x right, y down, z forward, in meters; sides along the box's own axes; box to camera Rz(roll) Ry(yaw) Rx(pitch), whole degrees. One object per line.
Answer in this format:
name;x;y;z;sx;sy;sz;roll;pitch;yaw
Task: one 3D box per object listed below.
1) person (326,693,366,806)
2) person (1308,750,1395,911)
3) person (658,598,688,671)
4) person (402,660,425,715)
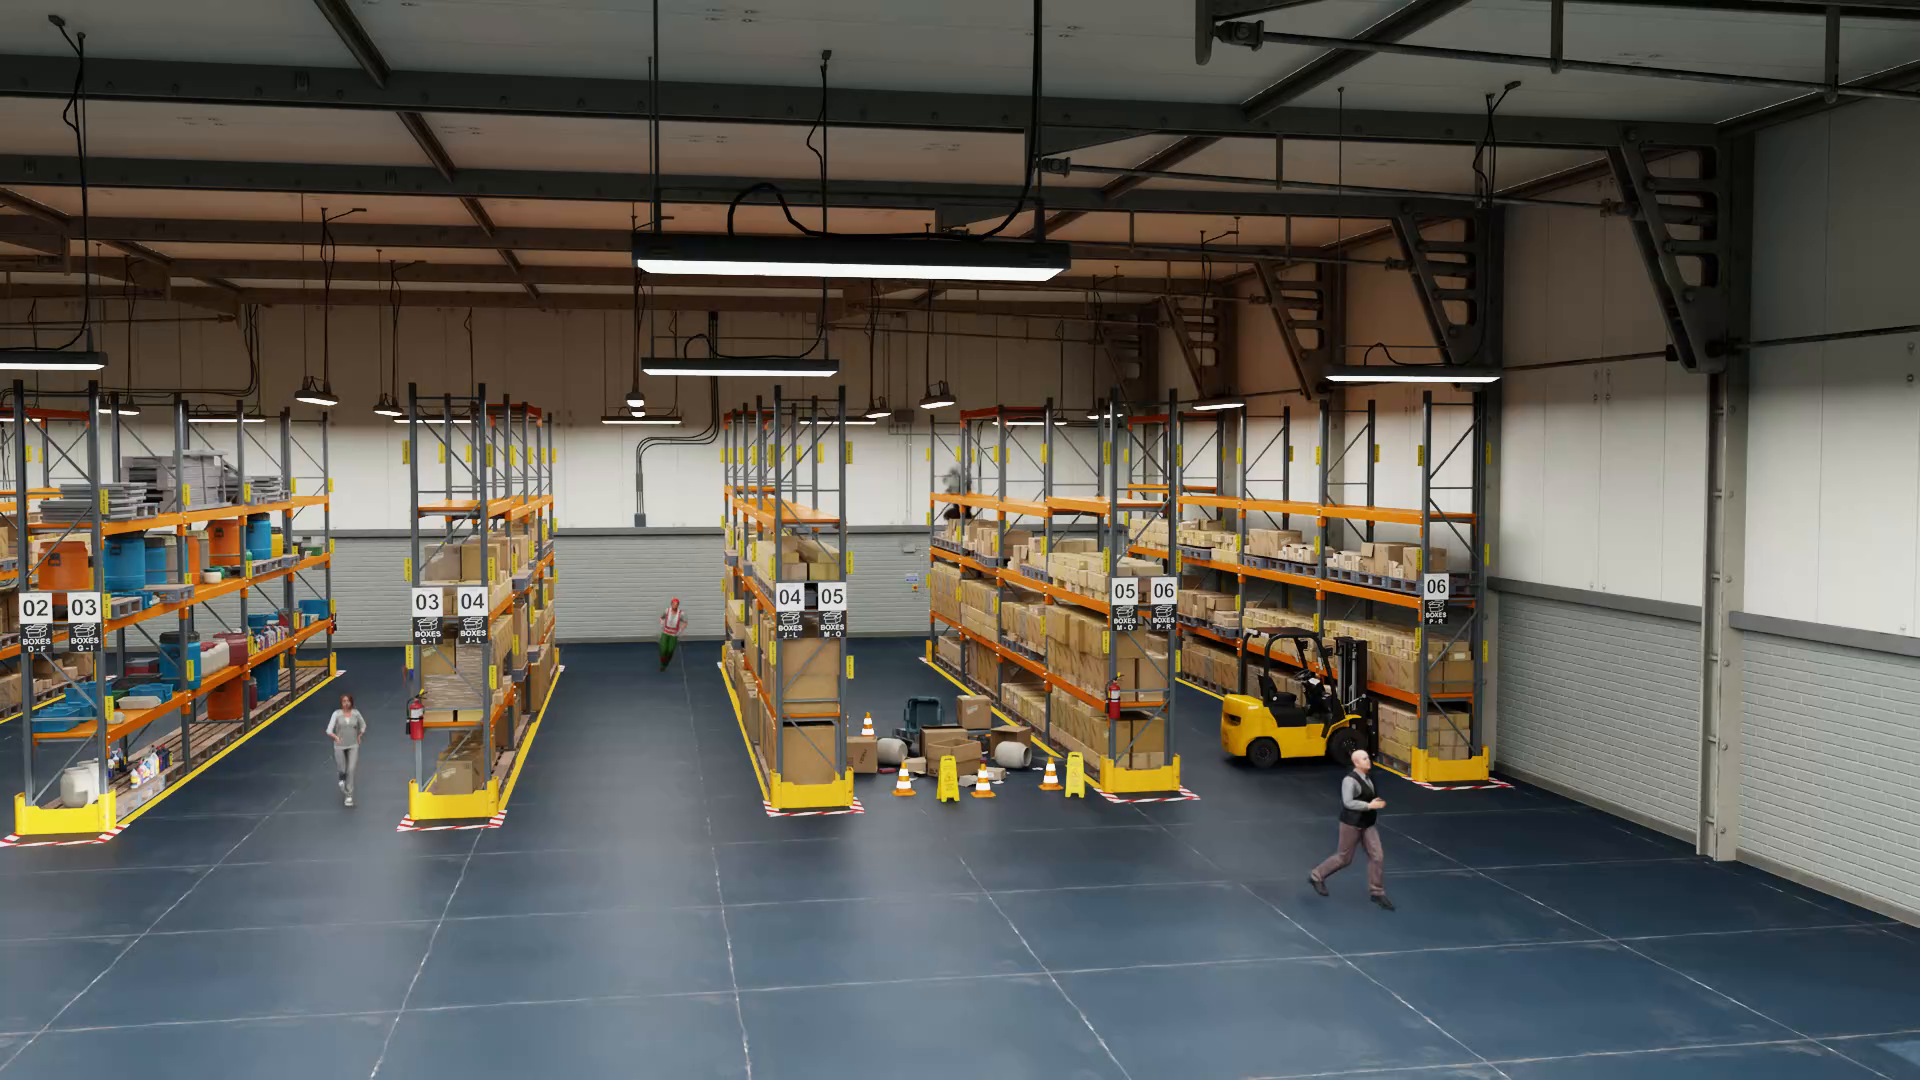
person;-8.817;2.986;23.919;0.550;1.565;0.814;-1;3;-25
person;4.389;3.199;18.533;0.954;1.754;0.665;3;4;44
person;-6.716;2.195;38.757;0.672;1.701;0.618;0;3;4
person;-9.735;2.694;29.906;0.581;1.540;0.911;-1;3;-16
